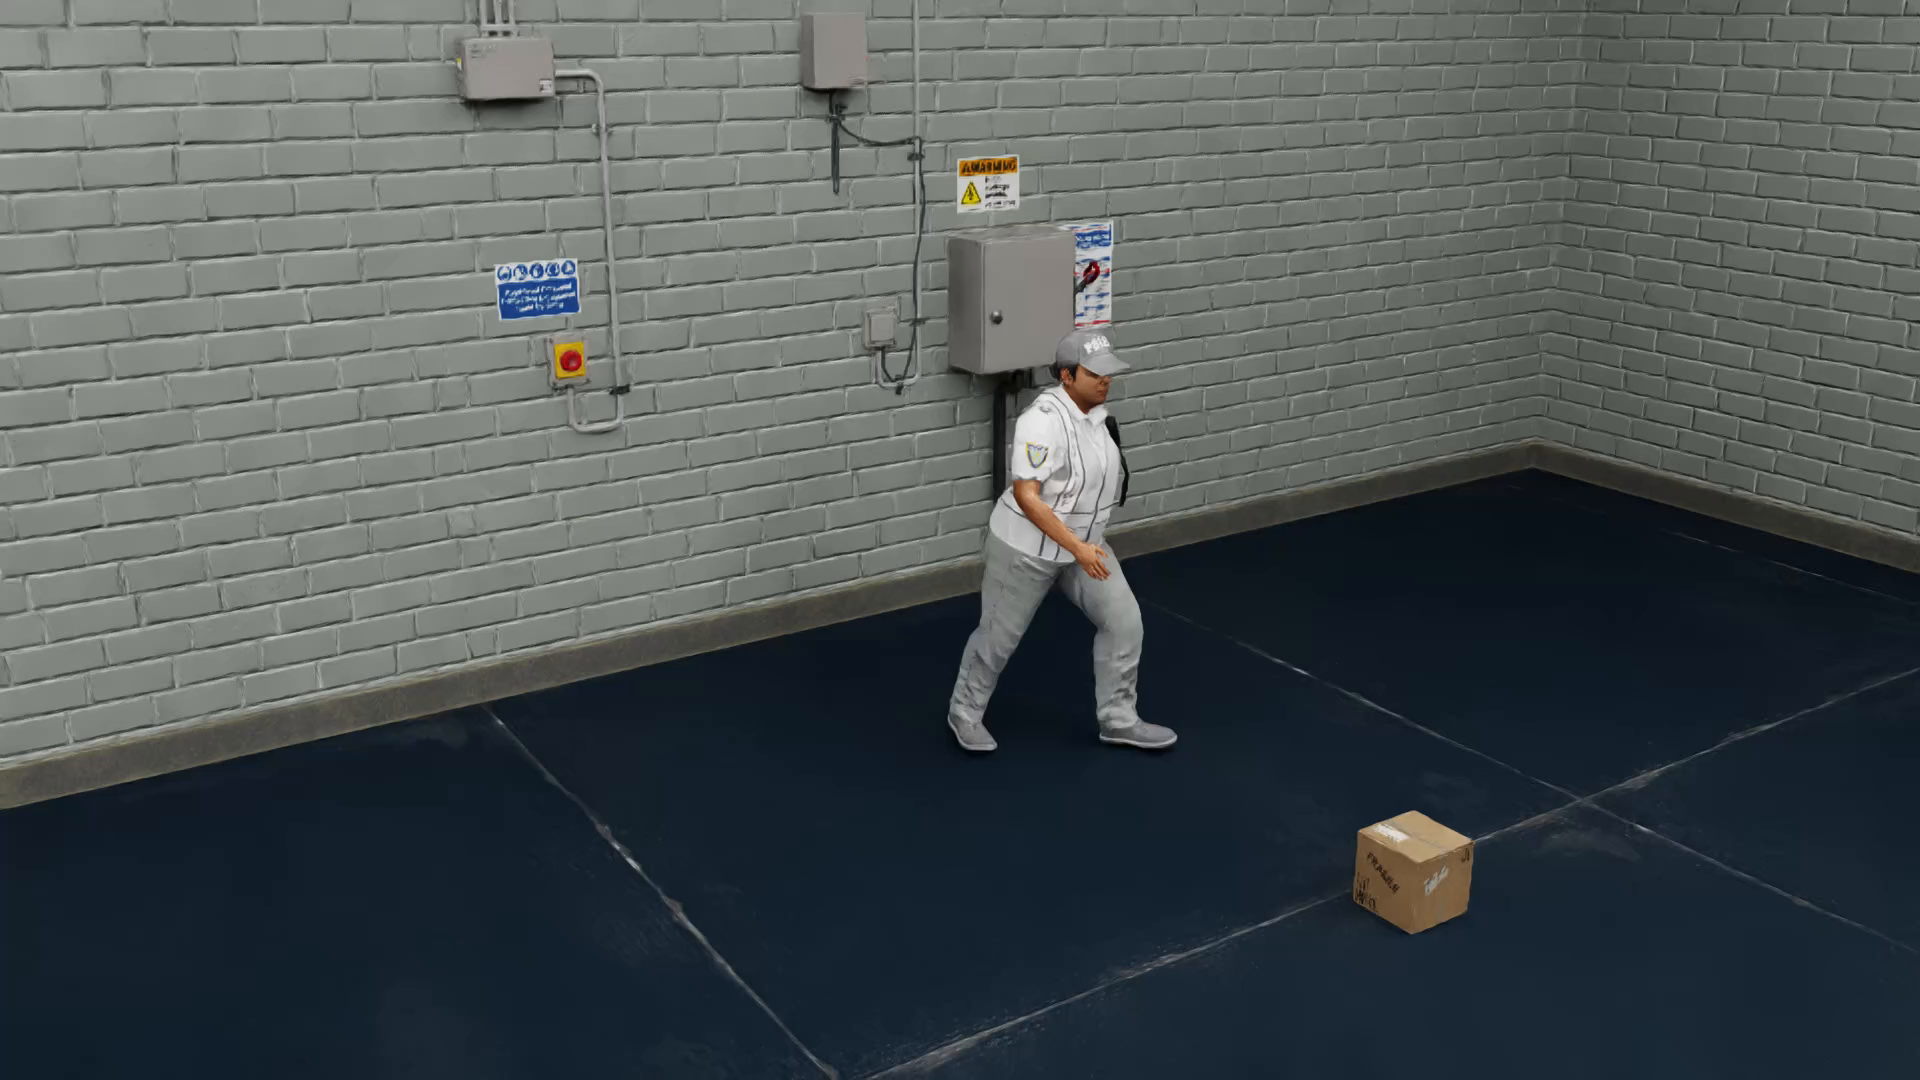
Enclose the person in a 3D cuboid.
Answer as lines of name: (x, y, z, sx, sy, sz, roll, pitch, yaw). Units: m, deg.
person: (0.342, 0.012, 6.061, 0.779, 1.612, 0.627, 16, 24, 39)
